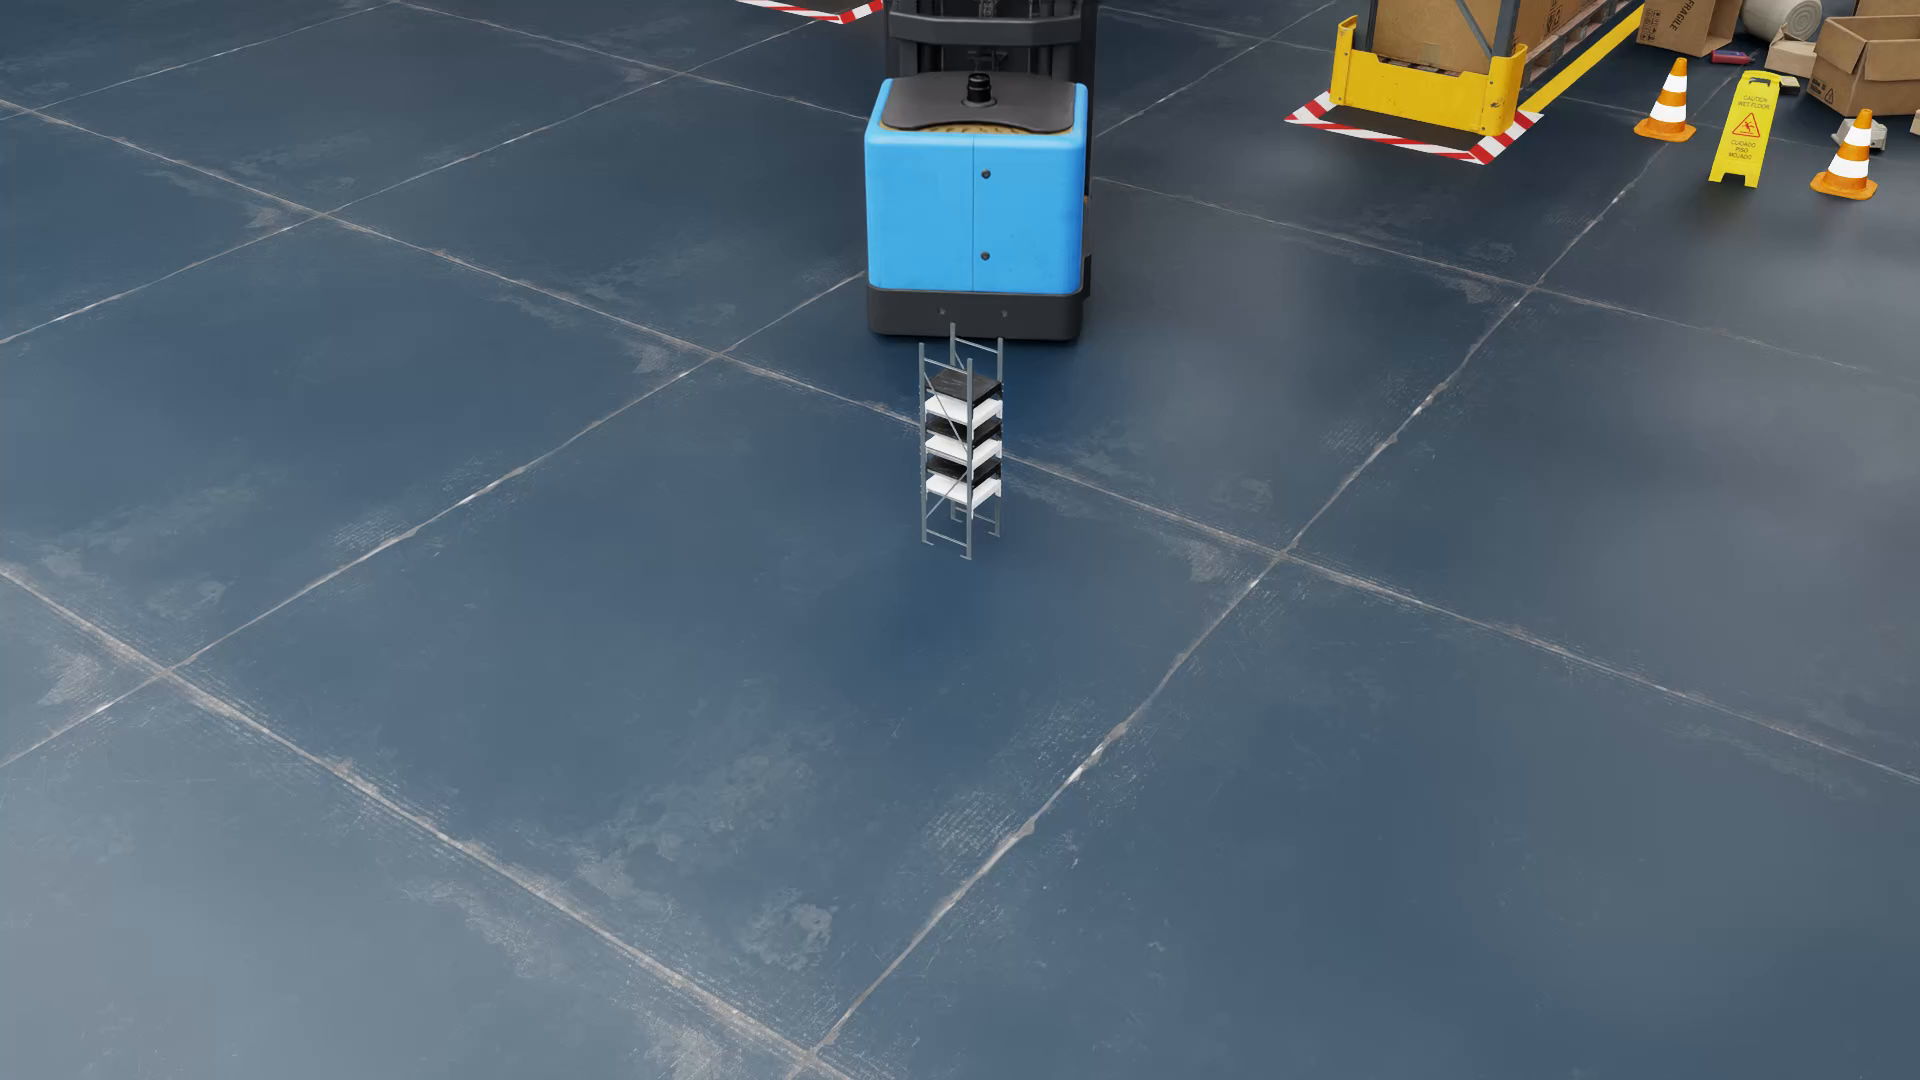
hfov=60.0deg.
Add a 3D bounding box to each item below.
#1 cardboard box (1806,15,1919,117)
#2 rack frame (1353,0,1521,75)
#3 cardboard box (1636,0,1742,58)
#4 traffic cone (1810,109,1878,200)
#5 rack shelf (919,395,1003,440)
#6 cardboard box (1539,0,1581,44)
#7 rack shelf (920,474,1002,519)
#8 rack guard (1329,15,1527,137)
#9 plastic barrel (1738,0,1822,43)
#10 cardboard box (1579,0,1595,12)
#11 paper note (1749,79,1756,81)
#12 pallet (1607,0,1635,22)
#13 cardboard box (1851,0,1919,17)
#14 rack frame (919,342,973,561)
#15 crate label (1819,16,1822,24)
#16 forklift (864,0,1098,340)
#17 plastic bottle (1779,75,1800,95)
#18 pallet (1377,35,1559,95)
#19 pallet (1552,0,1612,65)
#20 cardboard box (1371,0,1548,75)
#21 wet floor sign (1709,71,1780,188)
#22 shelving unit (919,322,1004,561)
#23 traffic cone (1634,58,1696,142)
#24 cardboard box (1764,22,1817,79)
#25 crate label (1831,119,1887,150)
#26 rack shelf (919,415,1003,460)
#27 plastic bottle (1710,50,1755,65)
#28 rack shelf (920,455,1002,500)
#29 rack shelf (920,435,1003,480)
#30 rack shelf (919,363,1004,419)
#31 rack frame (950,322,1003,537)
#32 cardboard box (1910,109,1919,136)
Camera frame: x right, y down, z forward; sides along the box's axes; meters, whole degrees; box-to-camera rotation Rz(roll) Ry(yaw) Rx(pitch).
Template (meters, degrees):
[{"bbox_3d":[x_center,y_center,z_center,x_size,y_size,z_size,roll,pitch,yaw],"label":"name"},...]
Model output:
[{"bbox_3d":[6.070,-3.108,10.896,0.797,0.503,0.637,-3,34,-4],"label":"cardboard box"},{"bbox_3d":[3.024,-4.059,10.075,1.000,3.000,0.127,21,39,28],"label":"rack frame"},{"bbox_3d":[5.263,-3.823,11.955,0.500,0.500,0.500,29,44,36],"label":"cardboard box"},{"bbox_3d":[5.228,-2.282,9.711,0.336,0.463,0.334,21,39,28],"label":"traffic cone"},{"bbox_3d":[0.005,-0.498,6.421,0.258,0.077,0.200,21,39,28],"label":"rack shelf"},{"bbox_3d":[3.857,-4.092,11.645,0.875,0.875,0.875,21,39,27],"label":"cardboard box"},{"bbox_3d":[0.005,-0.200,6.623,0.258,0.077,0.200,21,39,28],"label":"rack shelf"},{"bbox_3d":[3.011,-3.013,10.759,1.175,0.500,0.348,21,39,28],"label":"rack guard"},{"bbox_3d":[5.918,-3.821,12.022,0.421,0.421,0.512,-9,35,-13],"label":"plastic barrel"},{"bbox_3d":[4.378,-4.511,12.264,0.875,0.875,0.875,22,40,29],"label":"cardboard box"},{"bbox_3d":[5.405,-3.151,11.400,0.123,0.001,0.032,-15,37,-21],"label":"paper note"},{"bbox_3d":[4.807,-4.420,13.098,1.003,0.211,1.213,21,39,28],"label":"pallet"},{"bbox_3d":[6.596,-3.597,11.498,0.797,0.637,0.503,21,39,28],"label":"cardboard box"},{"bbox_3d":[-0.053,-0.330,6.434,0.240,0.900,0.006,21,39,28],"label":"rack frame"},{"bbox_3d":[6.240,-3.895,12.387,0.298,0.136,0.250,-3,34,-4],"label":"crate label"},{"bbox_3d":[0.173,-2.984,8.546,1.130,2.935,3.031,2,34,4],"label":"forklift"},{"bbox_3d":[5.599,-3.091,11.267,0.133,0.061,0.283,8,35,12],"label":"plastic bottle"},{"bbox_3d":[3.416,-3.297,11.437,1.003,0.211,1.213,21,39,28],"label":"pallet"},{"bbox_3d":[4.112,-3.856,12.264,1.003,0.211,1.213,21,39,28],"label":"pallet"},{"bbox_3d":[3.357,-3.686,11.045,0.875,0.875,0.875,21,40,28],"label":"cardboard box"},{"bbox_3d":[4.634,-2.438,9.779,0.267,0.644,0.232,14,37,20],"label":"wet floor sign"},{"bbox_3d":[0.005,-0.376,6.503,0.258,0.900,0.210,21,39,28],"label":"shelving unit"},{"bbox_3d":[4.494,-2.799,10.476,0.336,0.463,0.334,21,39,28],"label":"traffic cone"},{"bbox_3d":[5.838,-3.388,11.523,0.396,0.266,0.258,29,44,36],"label":"cardboard box"},{"bbox_3d":[5.625,-2.528,10.367,0.250,0.136,0.298,3,34,4],"label":"crate label"},{"bbox_3d":[0.005,-0.423,6.472,0.258,0.077,0.200,21,39,28],"label":"rack shelf"},{"bbox_3d":[5.447,-3.400,11.723,0.283,0.061,0.133,8,35,12],"label":"plastic bottle"},{"bbox_3d":[0.005,-0.274,6.573,0.258,0.077,0.200,21,39,28],"label":"rack shelf"},{"bbox_3d":[0.005,-0.349,6.522,0.258,0.077,0.200,21,39,28],"label":"rack shelf"},{"bbox_3d":[0.005,-0.573,6.371,0.258,0.077,0.200,21,39,28],"label":"rack shelf"},{"bbox_3d":[0.063,-0.423,6.573,0.240,0.900,0.006,21,39,28],"label":"rack frame"},{"bbox_3d":[6.236,-2.592,10.450,0.250,0.149,0.380,-15,37,-21],"label":"cardboard box"}]
